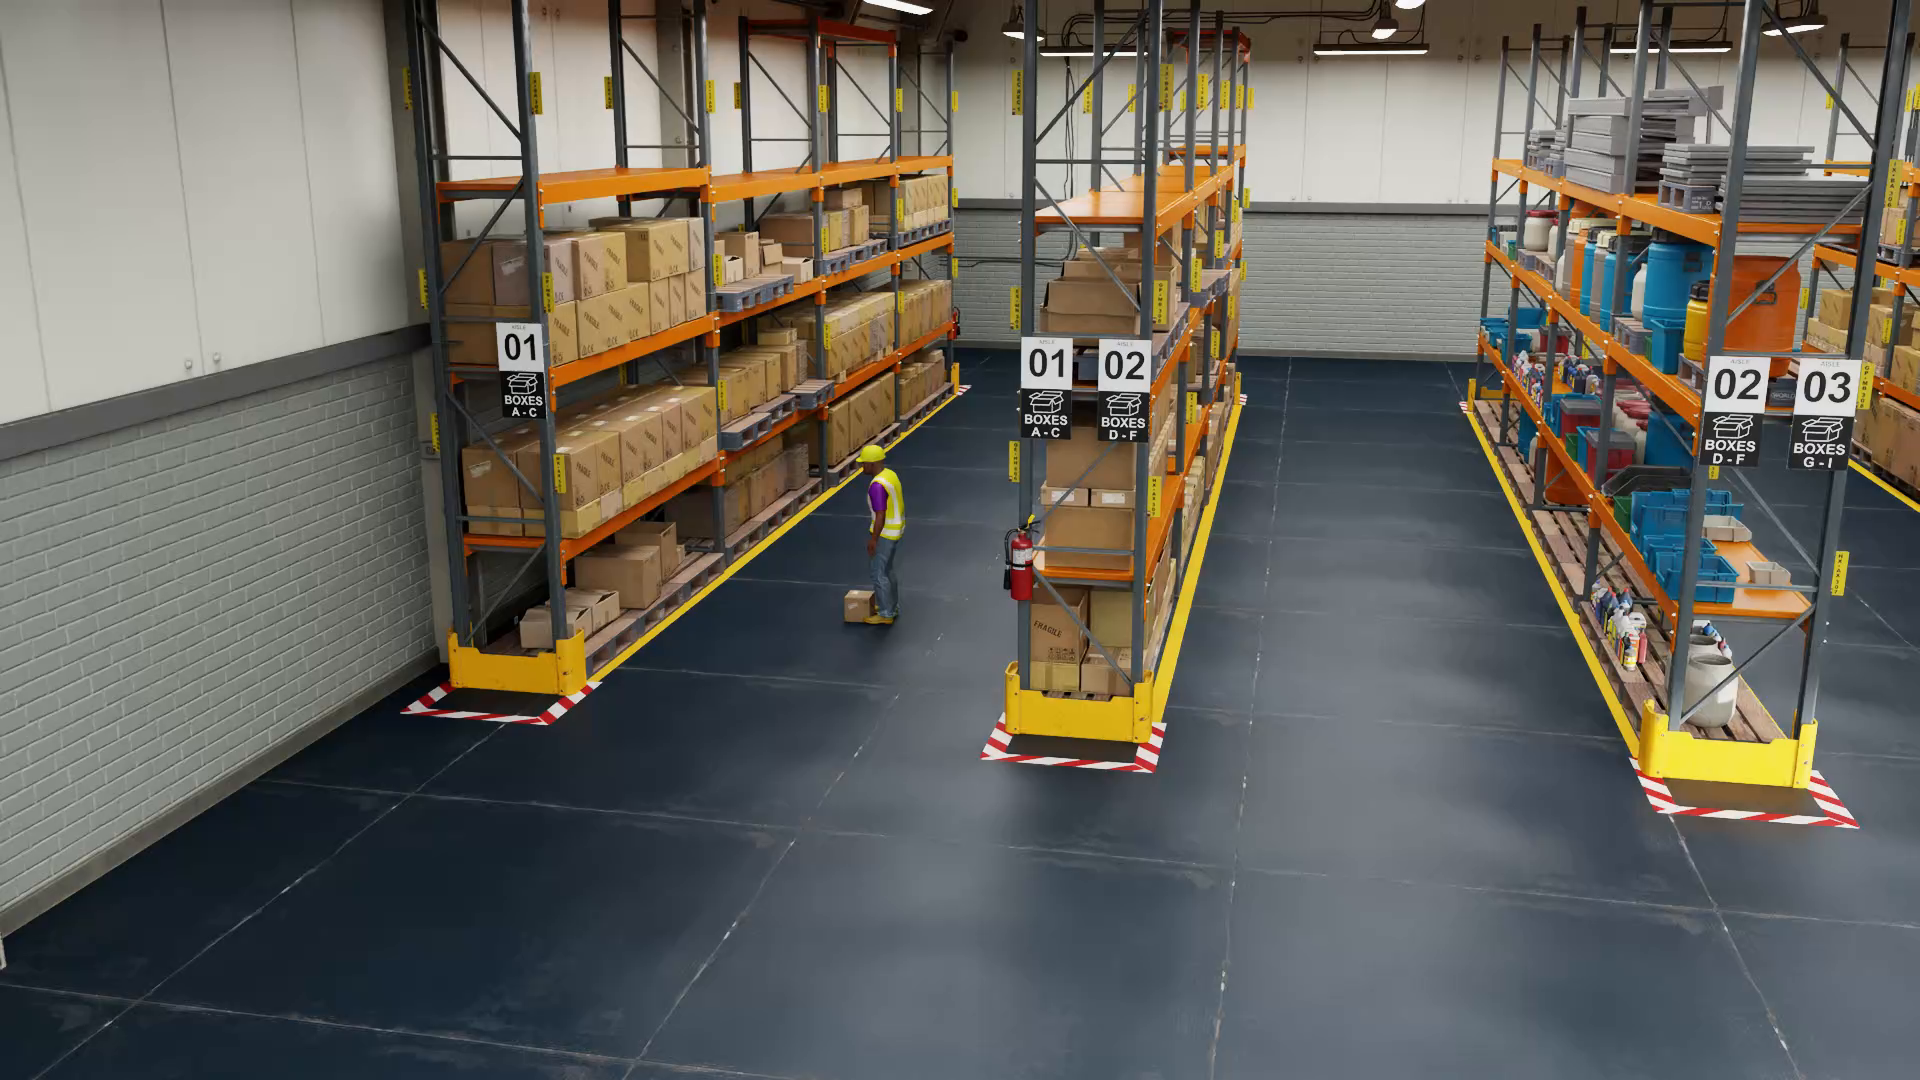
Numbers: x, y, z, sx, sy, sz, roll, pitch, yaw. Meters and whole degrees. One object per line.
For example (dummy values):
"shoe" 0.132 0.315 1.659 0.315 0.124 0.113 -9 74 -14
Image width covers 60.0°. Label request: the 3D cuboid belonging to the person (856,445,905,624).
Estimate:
"person" -0.773 -0.064 16.224 0.463 1.759 0.632 3 15 10
